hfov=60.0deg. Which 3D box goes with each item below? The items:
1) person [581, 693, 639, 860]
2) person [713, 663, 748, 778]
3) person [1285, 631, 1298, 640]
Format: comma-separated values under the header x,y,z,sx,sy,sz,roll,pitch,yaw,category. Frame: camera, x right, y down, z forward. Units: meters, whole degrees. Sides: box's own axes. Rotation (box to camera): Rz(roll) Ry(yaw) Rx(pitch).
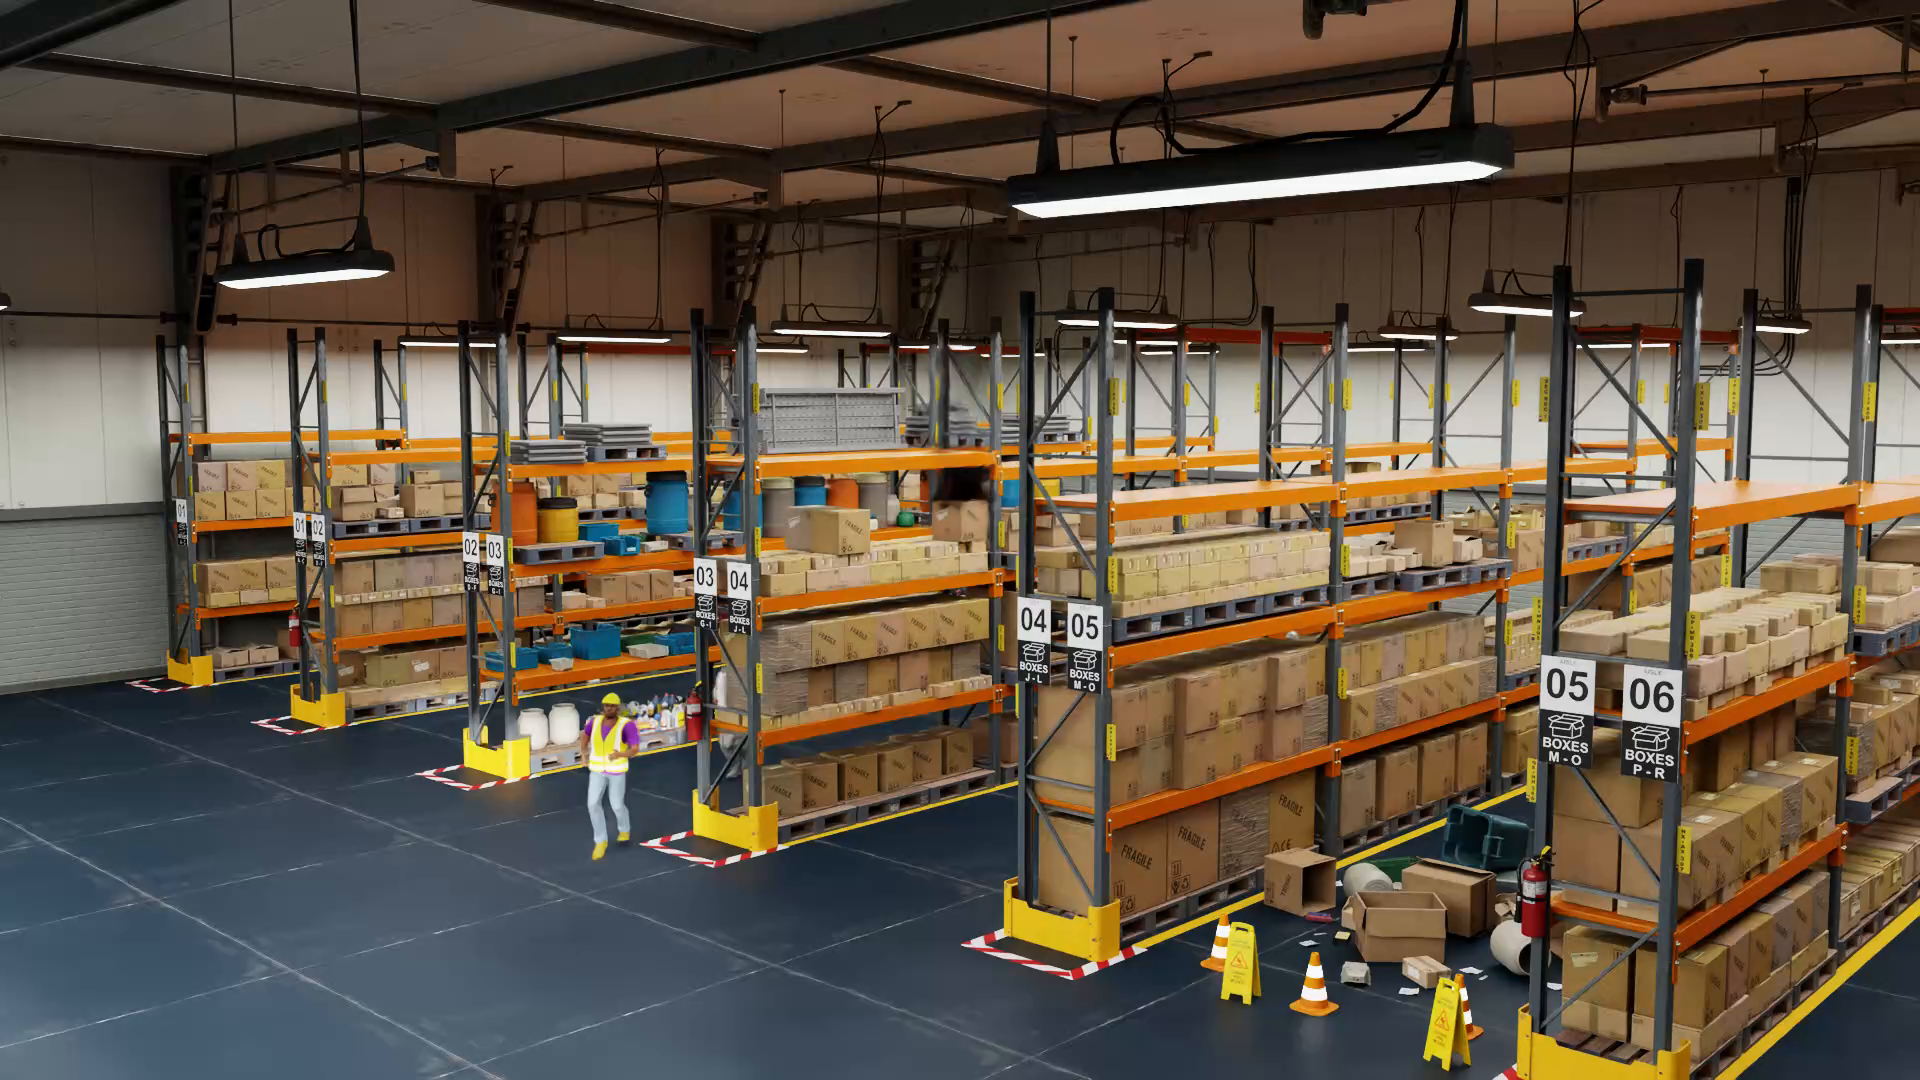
x,y,z,sx,sy,sz,roll,pitch,yaw,category
-3.886,2.581,18.399,0.707,1.802,0.764,0,5,3,person
-2.995,2.264,21.745,0.653,1.731,0.569,3,6,29,person
4.787,2.106,23.922,0.584,1.620,0.667,4,7,36,person
